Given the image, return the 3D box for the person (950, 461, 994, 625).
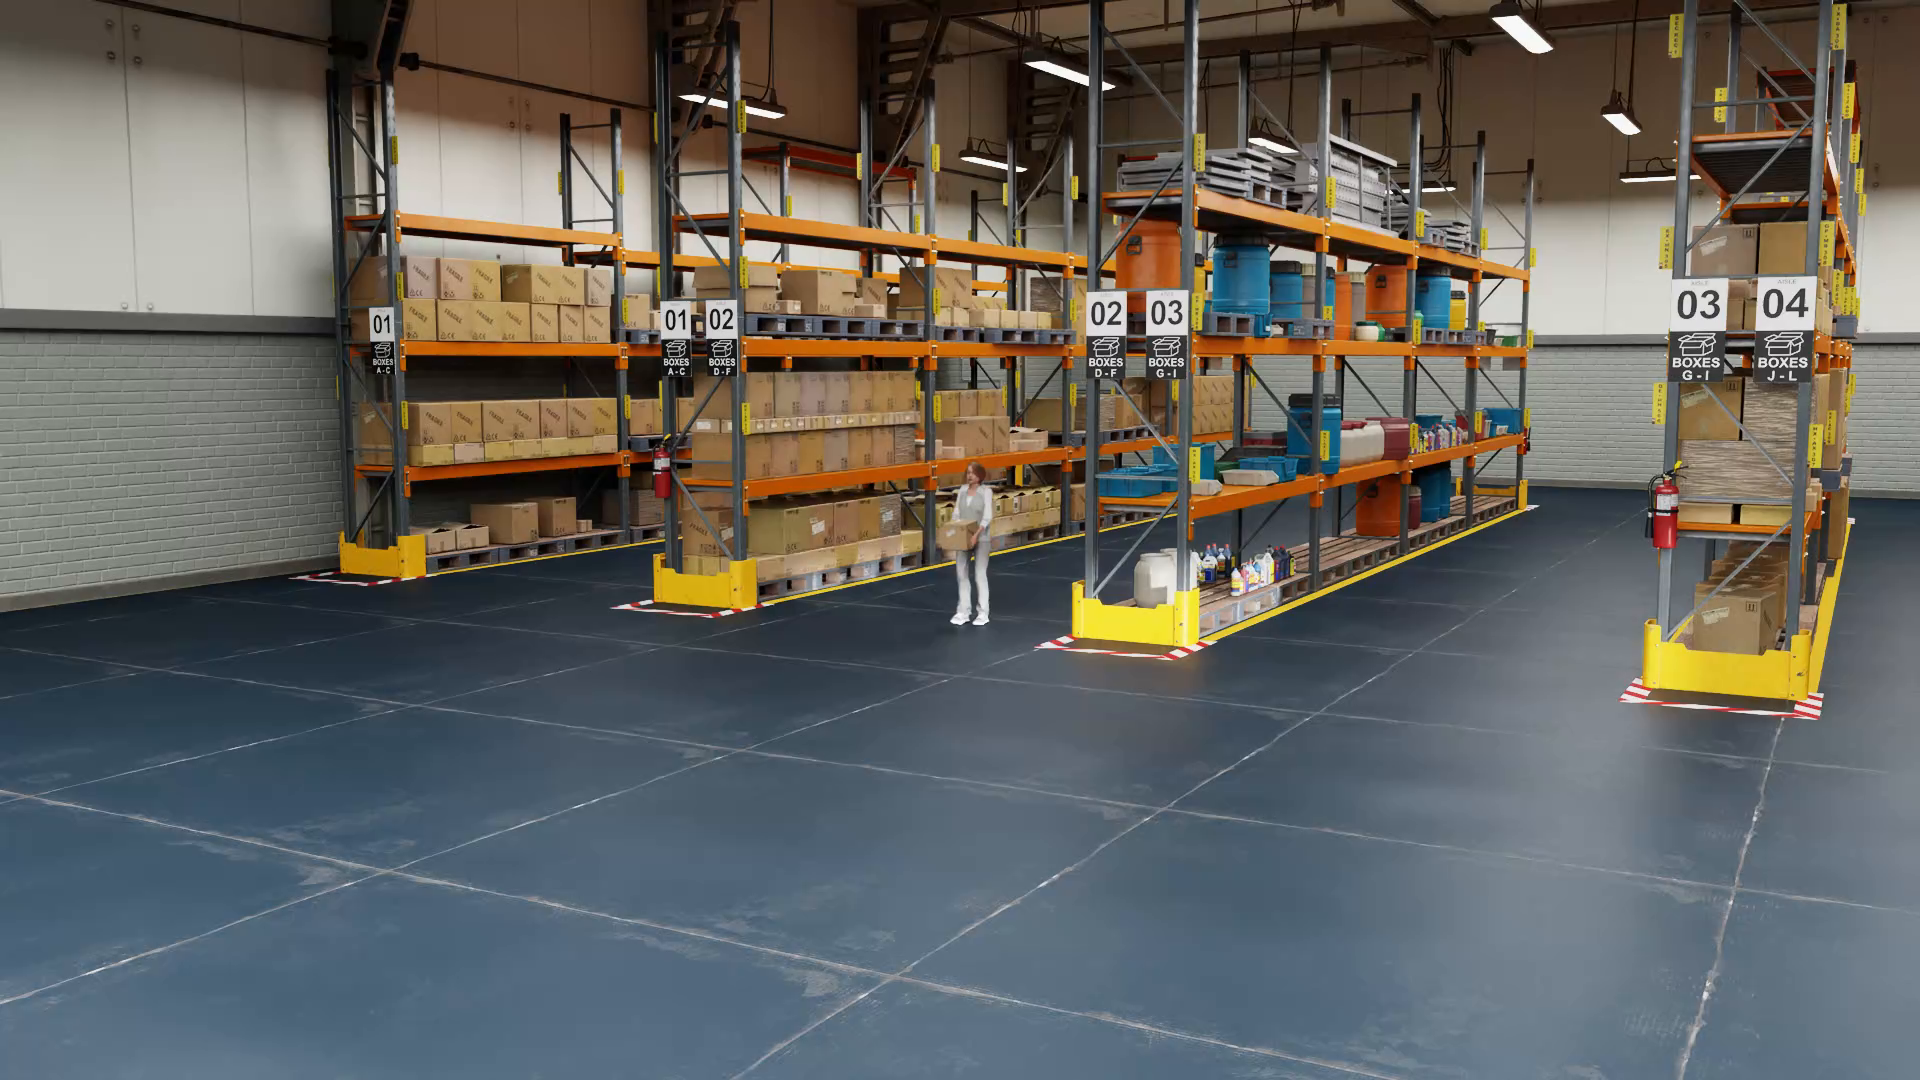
[{"bbox_3d":[0.101,0.028,16.258,0.440,1.602,0.461,3,7,28],"label":"person"}]
